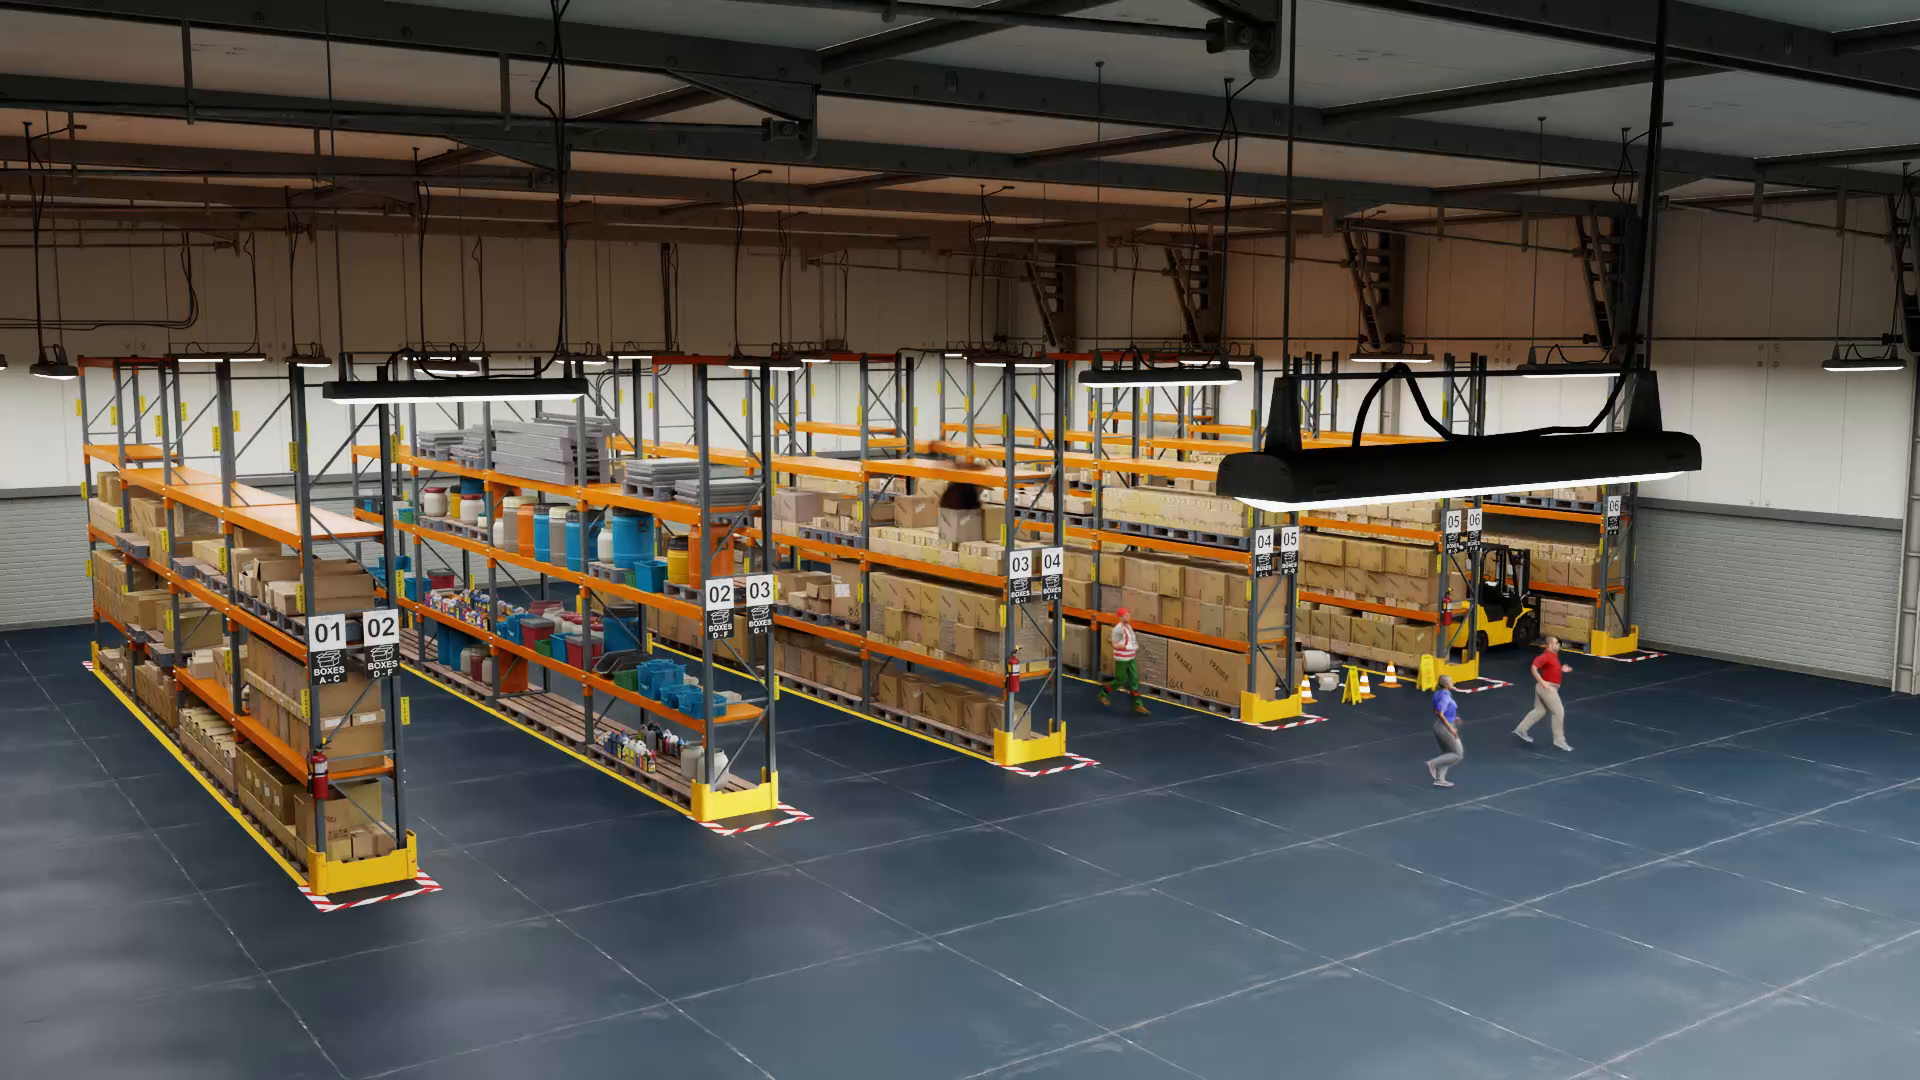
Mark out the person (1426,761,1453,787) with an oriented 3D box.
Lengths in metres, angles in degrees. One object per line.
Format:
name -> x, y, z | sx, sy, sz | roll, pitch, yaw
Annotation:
person -> 6.791, 3.302, 23.542 | 0.426, 0.400, 0.229 | 0, 7, -2

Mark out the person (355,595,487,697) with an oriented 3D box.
person -> -9.432, 2.013, 29.408 | 3.282, 1.606, 1.812 | -7, 10, -44

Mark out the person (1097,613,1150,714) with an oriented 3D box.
person -> 2.767, 2.043, 28.068 | 0.988, 1.734, 0.654 | 5, 9, 36

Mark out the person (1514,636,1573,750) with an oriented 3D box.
person -> 9.077, 2.361, 25.793 | 0.884, 1.778, 0.636 | 2, 7, 14

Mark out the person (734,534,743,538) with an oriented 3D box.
person -> -5.313, 0.685, 39.515 | 0.661, 1.721, 0.566 | -1, 7, -12
